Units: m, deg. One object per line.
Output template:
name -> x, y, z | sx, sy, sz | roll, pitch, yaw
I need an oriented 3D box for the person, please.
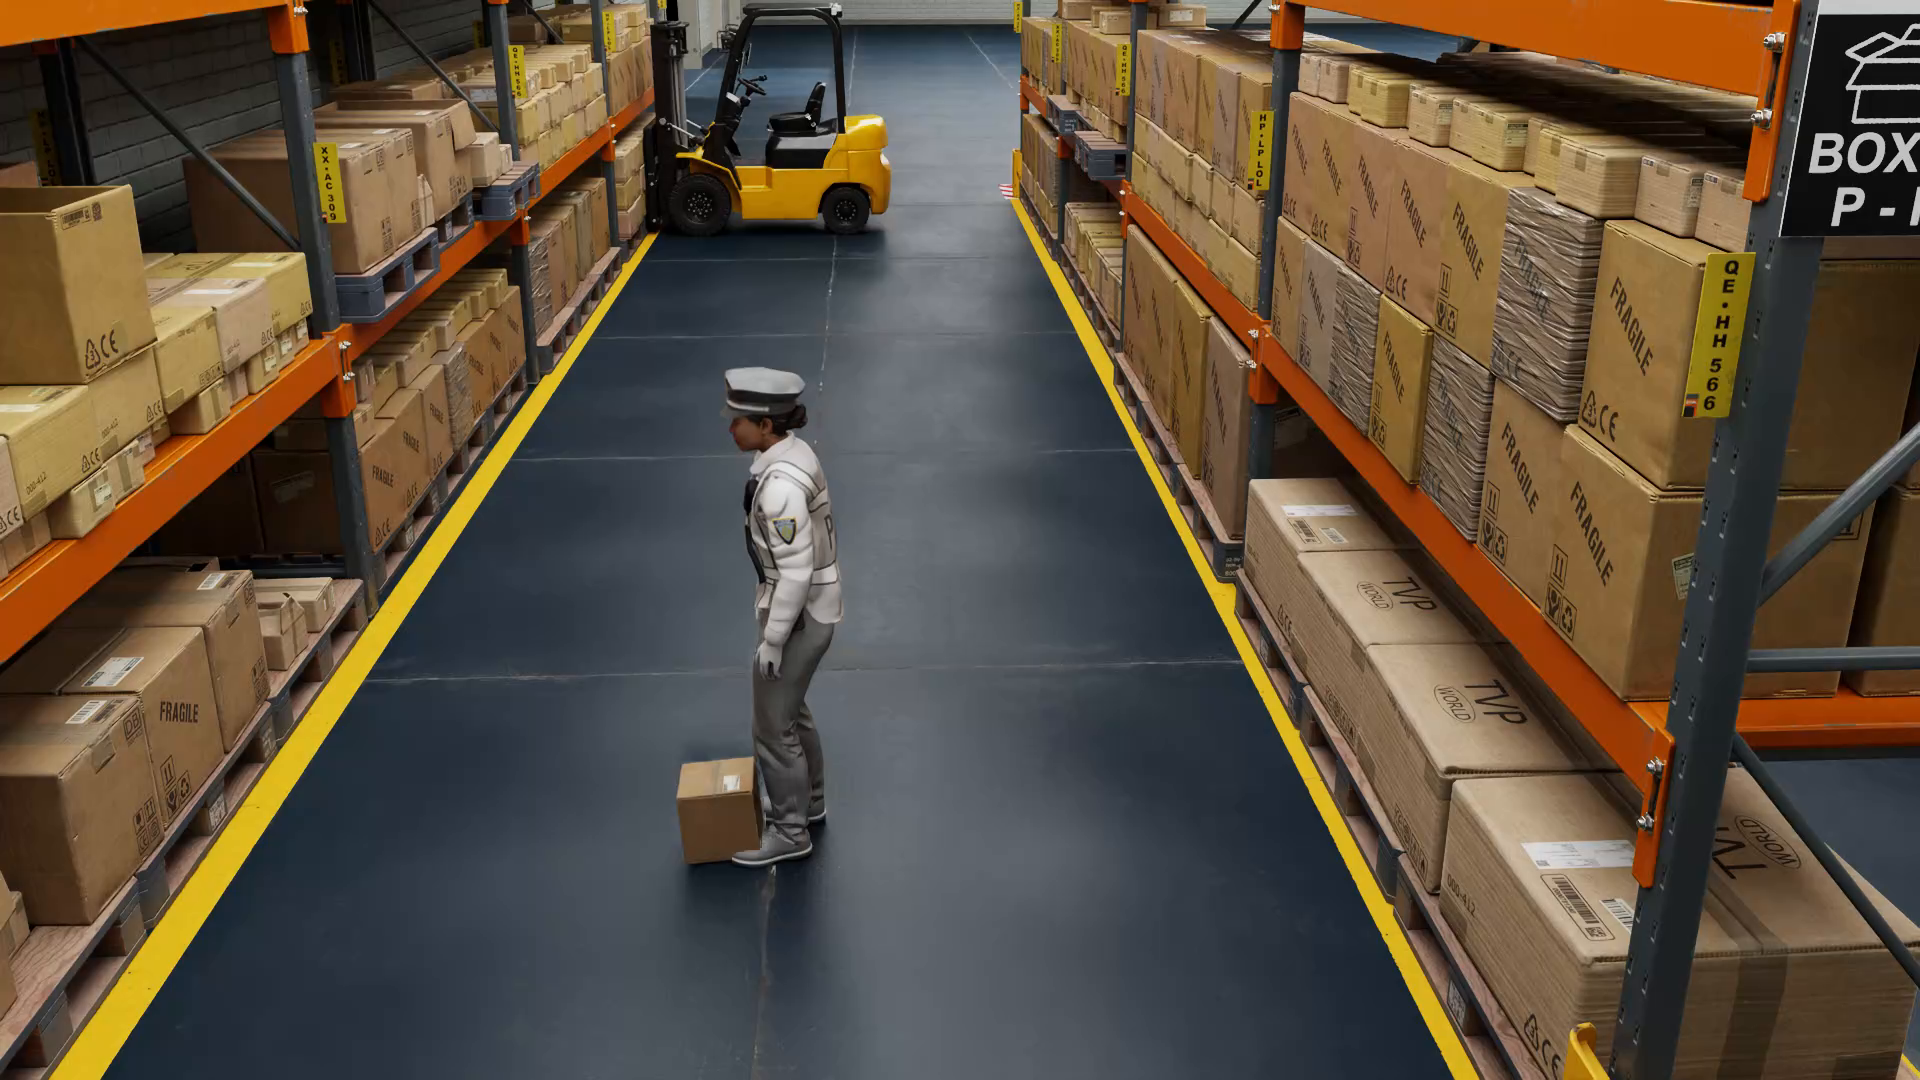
person -> -0.584, 0.256, 5.387 | 0.412, 1.664, 0.514 | -2, 21, -5
